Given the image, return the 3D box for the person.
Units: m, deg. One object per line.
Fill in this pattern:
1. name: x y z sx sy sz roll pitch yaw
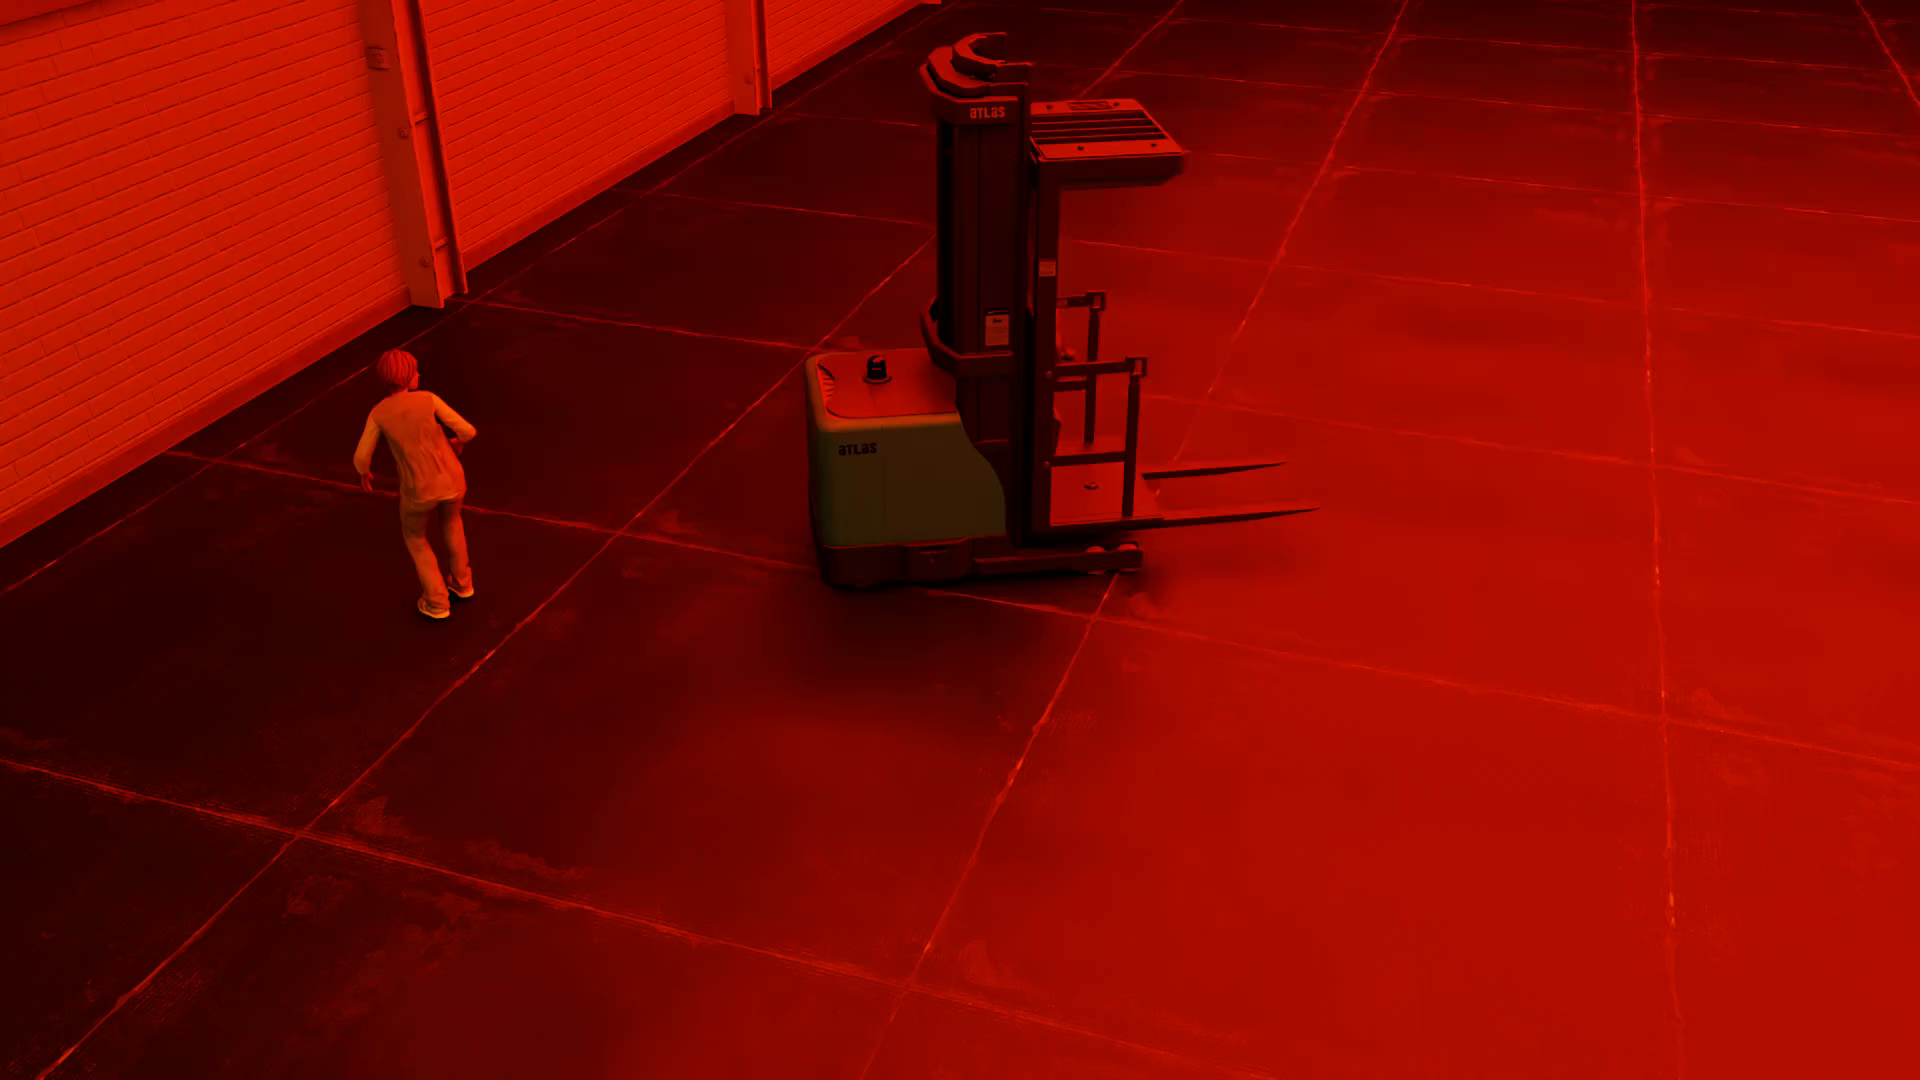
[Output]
1. person: -2.945 -0.302 9.086 0.641 1.550 0.452 -14 33 -24

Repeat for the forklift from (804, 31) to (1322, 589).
1. forklift: 0.628 -1.323 9.457 3.031 2.935 1.130 -5 30 -8
